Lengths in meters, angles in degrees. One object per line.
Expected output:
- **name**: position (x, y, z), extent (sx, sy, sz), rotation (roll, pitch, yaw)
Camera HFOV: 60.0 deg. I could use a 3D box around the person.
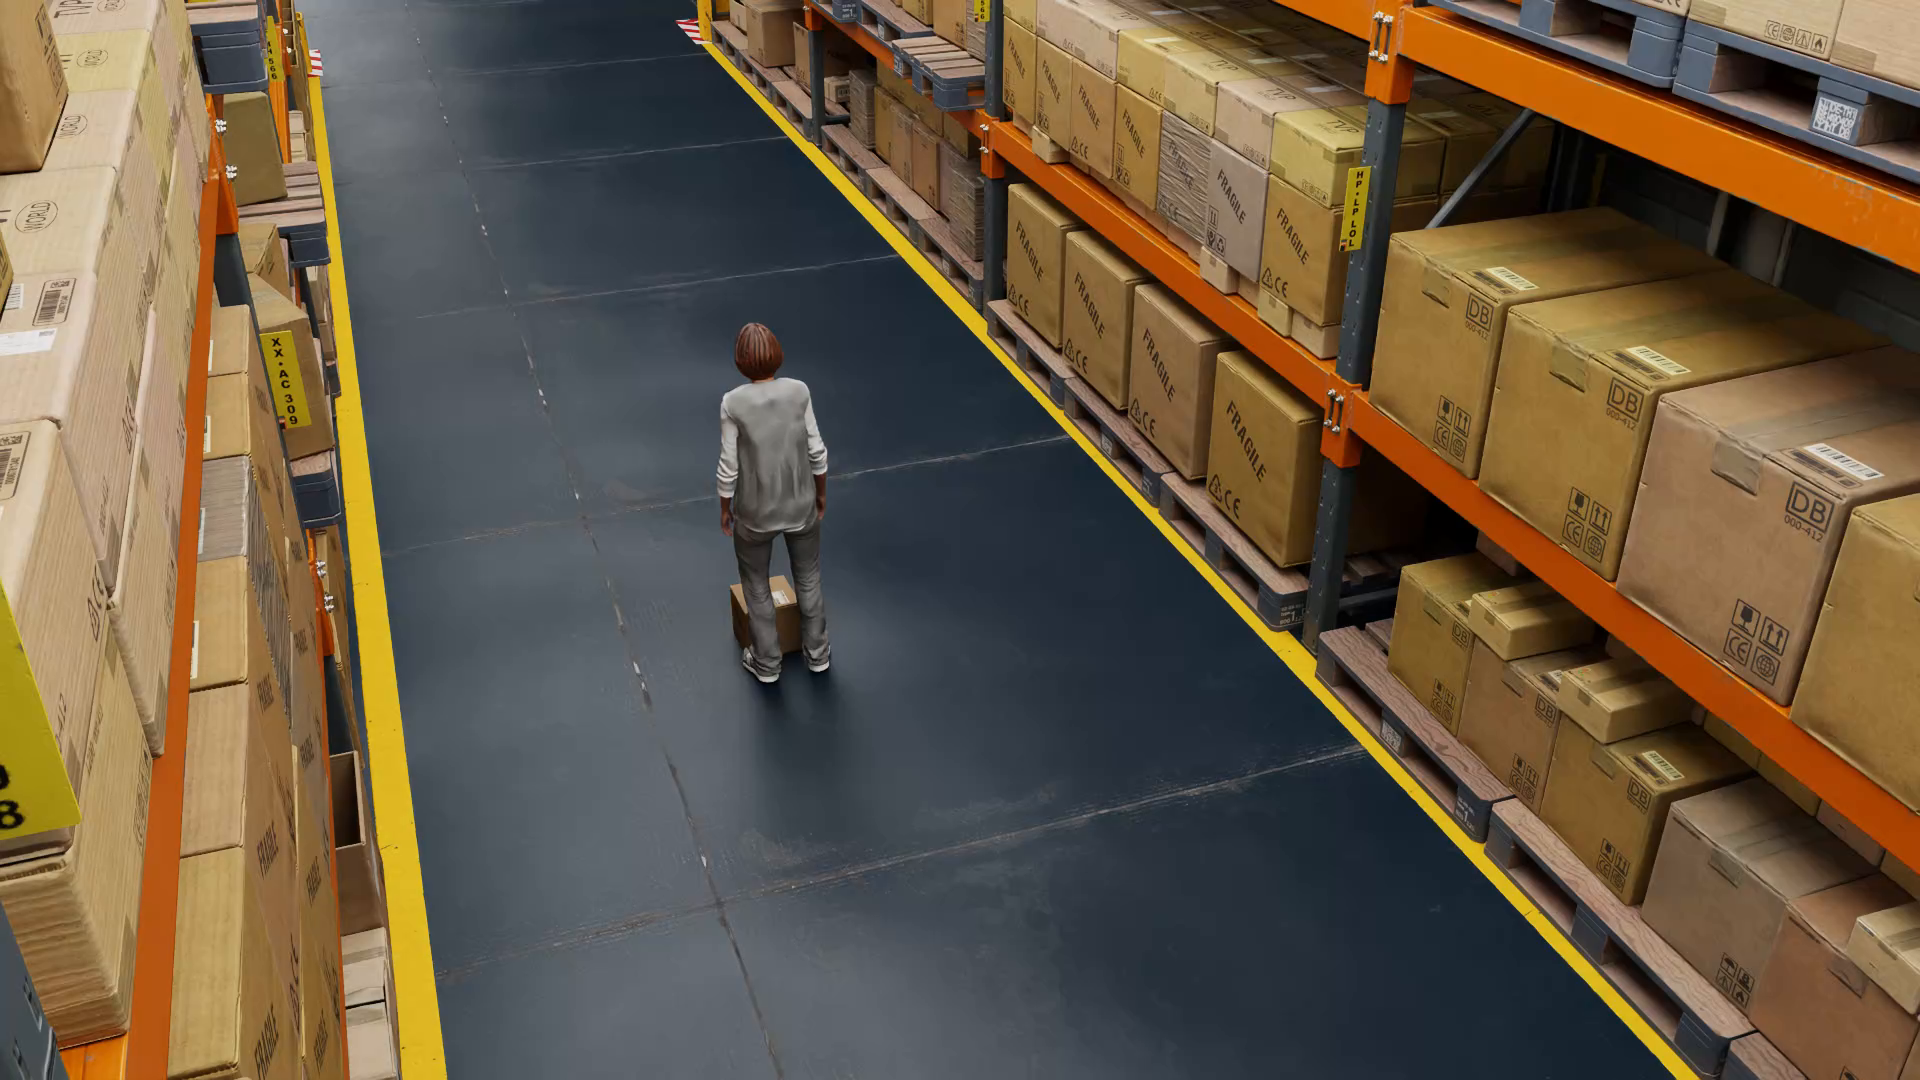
- **person**: position (-0.764, -0.124, 6.853), extent (0.459, 1.593, 0.347), rotation (-11, 32, -18)
